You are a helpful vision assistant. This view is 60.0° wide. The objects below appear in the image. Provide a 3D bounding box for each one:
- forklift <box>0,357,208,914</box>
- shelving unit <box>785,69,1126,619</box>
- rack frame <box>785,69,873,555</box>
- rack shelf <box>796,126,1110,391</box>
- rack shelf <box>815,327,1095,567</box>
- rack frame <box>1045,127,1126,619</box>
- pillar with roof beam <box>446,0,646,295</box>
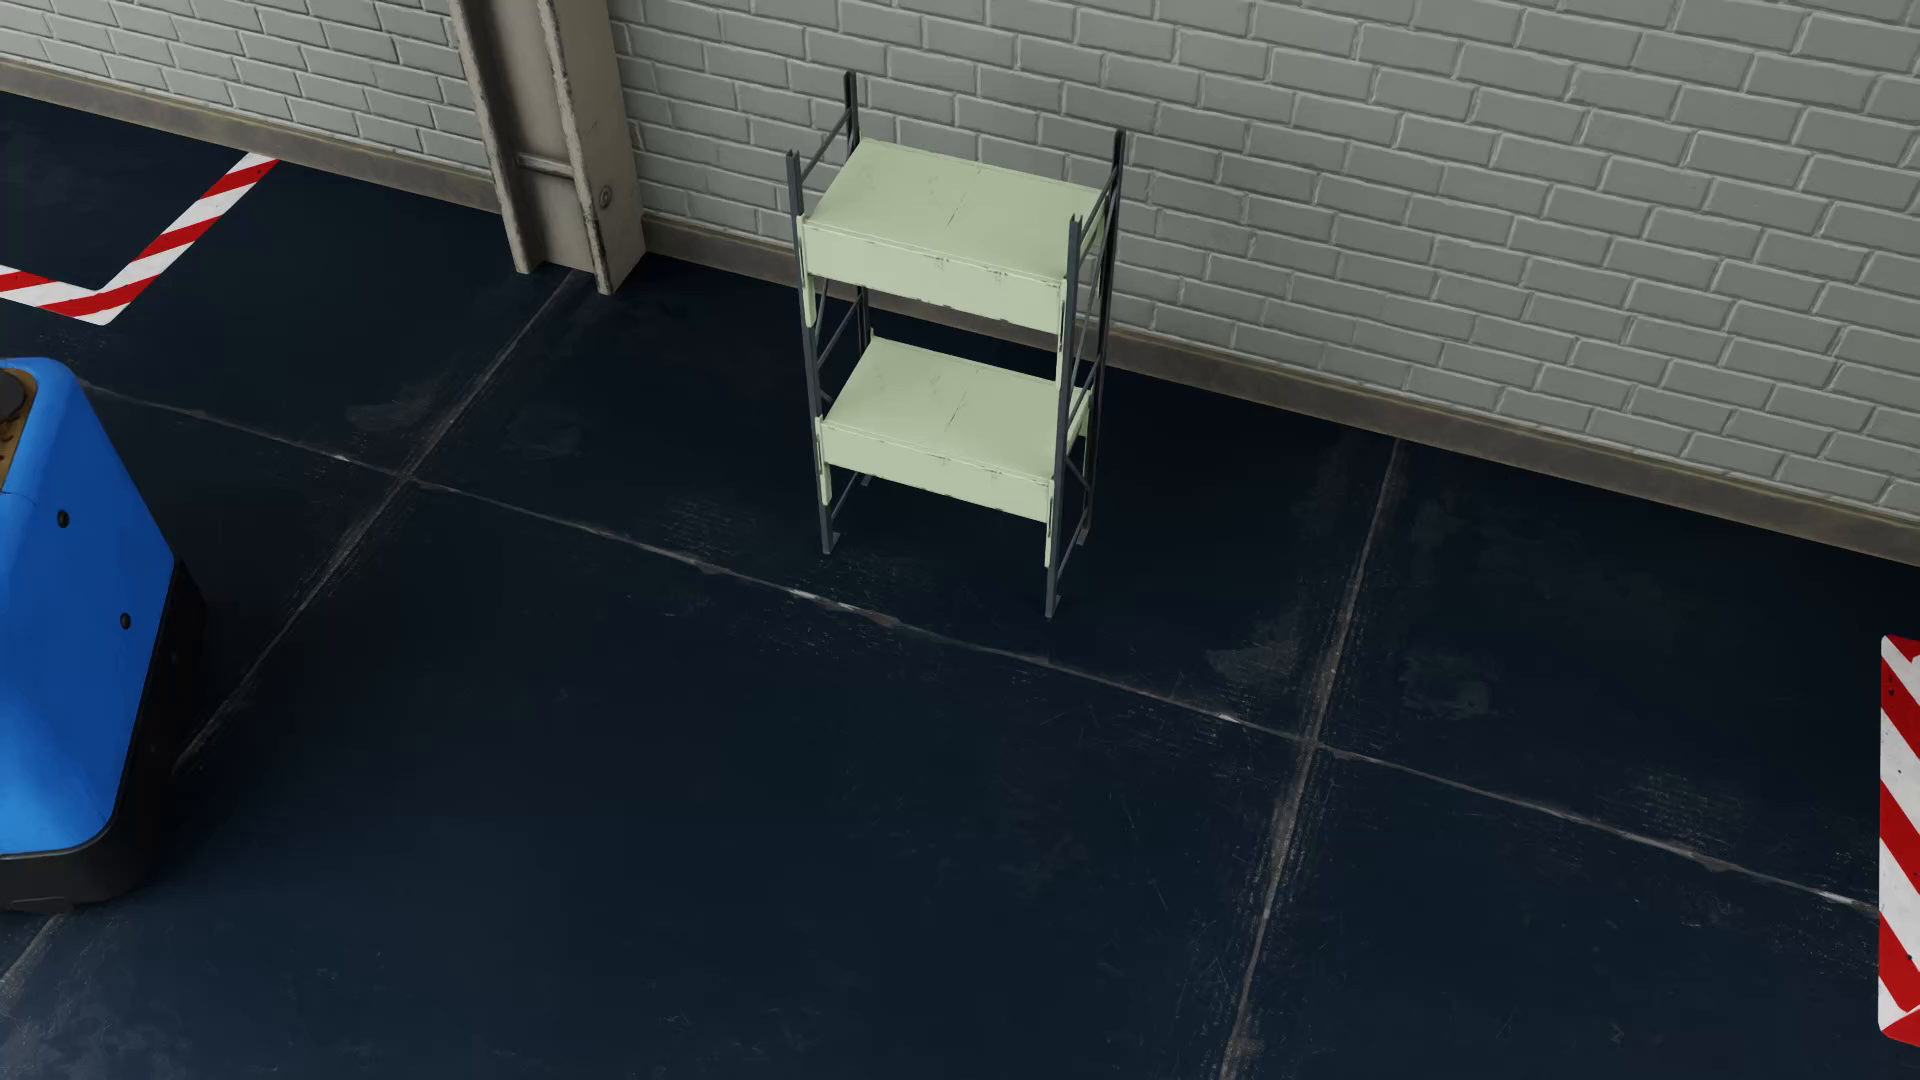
[{"bbox_3d":[-3.700,-0.241,3.519,3.031,2.935,1.130,-5,49,-4],"label":"forklift"},{"bbox_3d":[-0.006,-0.493,4.685,0.755,1.500,0.431,16,51,13],"label":"shelving unit"},{"bbox_3d":[-0.350,-0.589,4.768,0.023,1.500,0.400,16,51,13],"label":"rack frame"},{"bbox_3d":[-0.006,-0.749,4.390,0.720,0.370,0.431,16,51,13],"label":"rack shelf"},{"bbox_3d":[-0.006,-0.279,4.931,0.720,0.370,0.431,16,51,13],"label":"rack shelf"},{"bbox_3d":[0.337,-0.397,4.602,0.023,1.500,0.400,16,51,13],"label":"rack frame"},{"bbox_3d":[-2.886,-0.940,0.110,0.400,9.000,9.100,16,51,13],"label":"pillar with roof beam"}]
